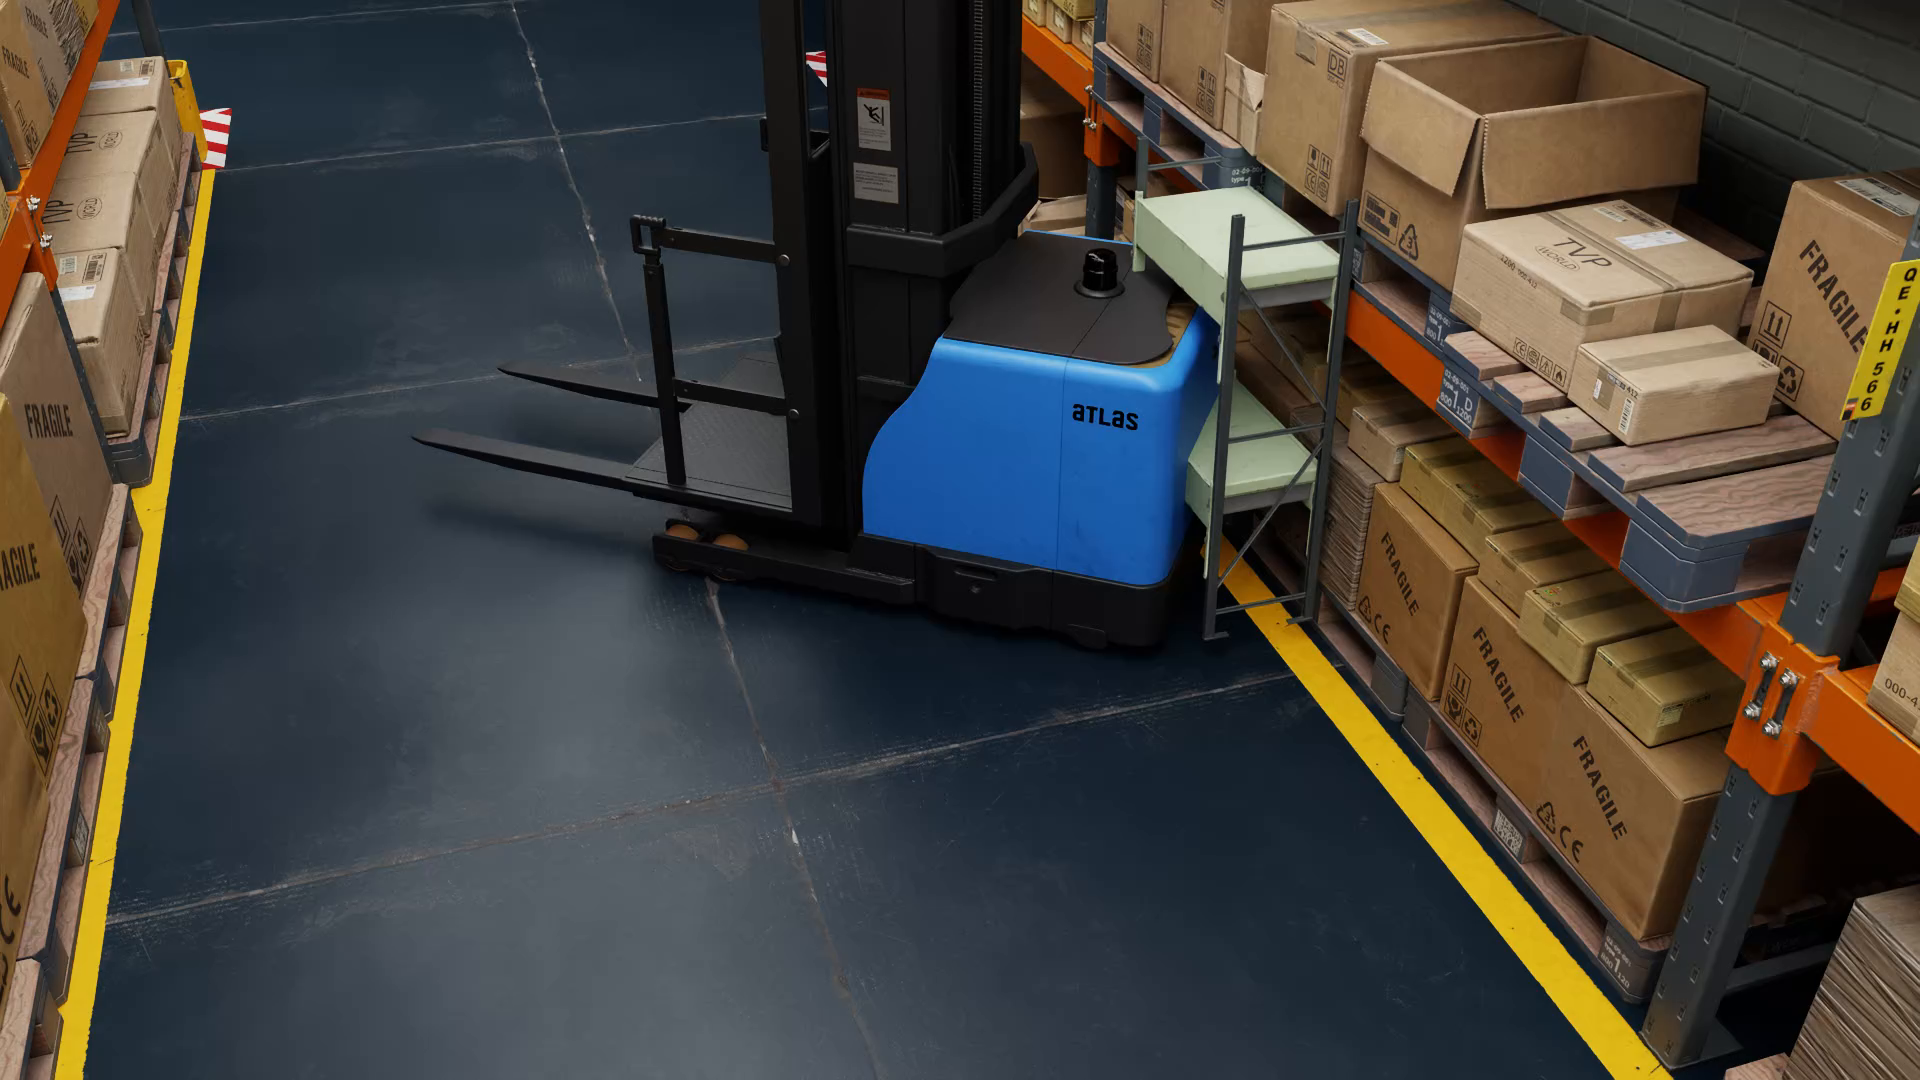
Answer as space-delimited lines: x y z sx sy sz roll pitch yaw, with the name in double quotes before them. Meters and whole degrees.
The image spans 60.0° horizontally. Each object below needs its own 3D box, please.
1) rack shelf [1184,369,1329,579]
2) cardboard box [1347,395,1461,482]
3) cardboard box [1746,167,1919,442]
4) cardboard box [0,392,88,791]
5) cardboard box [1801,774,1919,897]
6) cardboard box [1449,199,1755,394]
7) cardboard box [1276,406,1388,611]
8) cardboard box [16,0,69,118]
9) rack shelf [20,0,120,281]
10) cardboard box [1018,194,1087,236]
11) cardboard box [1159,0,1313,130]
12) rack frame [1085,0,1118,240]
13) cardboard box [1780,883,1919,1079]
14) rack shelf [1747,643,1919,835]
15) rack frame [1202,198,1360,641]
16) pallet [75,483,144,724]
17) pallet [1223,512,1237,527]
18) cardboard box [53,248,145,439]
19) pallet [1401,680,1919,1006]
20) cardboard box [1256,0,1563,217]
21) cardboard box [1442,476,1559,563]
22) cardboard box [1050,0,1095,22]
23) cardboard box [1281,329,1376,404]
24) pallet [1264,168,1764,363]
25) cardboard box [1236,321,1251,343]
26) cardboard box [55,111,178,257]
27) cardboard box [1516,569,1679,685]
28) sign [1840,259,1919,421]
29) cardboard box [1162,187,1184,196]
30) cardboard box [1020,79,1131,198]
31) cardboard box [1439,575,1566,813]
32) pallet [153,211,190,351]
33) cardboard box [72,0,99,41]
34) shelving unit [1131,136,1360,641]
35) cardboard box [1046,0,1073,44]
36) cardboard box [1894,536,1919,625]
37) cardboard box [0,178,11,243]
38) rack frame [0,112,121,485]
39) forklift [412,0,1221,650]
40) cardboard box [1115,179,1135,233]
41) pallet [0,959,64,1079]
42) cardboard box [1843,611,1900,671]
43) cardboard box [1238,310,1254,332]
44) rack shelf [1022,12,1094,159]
"rack shelf" 0.896 -0.242 5.718 0.431 0.370 0.720 -10 33 -13
"cardboard box" 1.481 -0.339 5.340 0.380 0.149 0.250 -12 35 -17
"cardboard box" 2.242 -0.532 3.863 0.500 0.500 0.500 -8 34 -12
"cardboard box" -3.148 0.214 4.751 0.875 0.875 0.875 -9 35 -13
"cardboard box" 2.389 0.581 4.537 0.500 0.500 0.500 -9 34 -13
"cardboard box" 1.620 -0.631 4.239 0.500 0.250 0.500 -12 35 -17
"cardboard box" 1.435 -0.145 5.635 0.500 0.500 0.500 -11 35 -16
"cardboard box" -3.739 -1.879 6.282 0.500 0.500 0.500 -10 35 -14
"rack shelf" -4.306 -2.032 7.257 1.077 0.370 4.000 -10 35 -15
"cardboard box" 0.471 -1.584 8.025 0.396 0.266 0.258 -9 34 -13
"cardboard box" 1.123 -1.772 5.739 0.700 0.500 0.500 -10 35 -14
"rack frame" 1.030 -2.119 6.735 1.000 3.000 0.127 -10 35 -15
"cardboard box" 2.427 1.127 3.597 0.875 0.625 0.625 -9 34 -13
"rack shelf" 2.860 1.332 2.167 1.077 0.370 4.000 -10 35 -15
"rack frame" 0.995 -0.333 5.246 0.400 1.500 0.023 -10 33 -13
"pallet" -3.389 0.274 5.644 1.003 0.211 1.213 -10 35 -15
"pallet" 1.314 -0.535 6.868 1.003 0.211 1.213 -10 35 -15
"cardboard box" -3.785 -0.736 6.586 0.875 0.438 0.875 -11 35 -15
"pallet" 2.058 0.746 4.929 1.003 0.211 1.213 -10 35 -15
"cardboard box" 1.362 -1.360 5.116 0.700 0.500 0.500 -10 35 -15
"cardboard box" 1.670 -0.068 4.931 0.380 0.149 0.250 -9 35 -13
"cardboard box" 0.642 -2.407 7.037 0.500 0.250 0.500 -9 35 -14
"cardboard box" 1.344 -0.614 5.756 0.380 0.149 0.250 -9 34 -13
"pallet" 1.653 -0.959 5.154 1.003 0.211 1.213 -10 35 -15
"cardboard box" 1.135 -0.681 6.447 0.500 0.500 0.500 -10 35 -15
"cardboard box" -4.332 -1.680 8.014 0.875 0.438 0.875 -9 35 -13
"cardboard box" 1.746 0.224 4.489 0.380 0.149 0.250 -12 35 -17
"sign" 1.736 -0.372 3.114 0.100 0.325 0.005 -10 35 -15
"cardboard box" 1.011 -1.284 6.501 0.380 0.149 0.250 -12 35 -17
"cardboard box" 0.447 -2.014 8.463 0.700 0.500 0.500 -11 35 -17
"cardboard box" 1.774 0.399 4.812 0.500 0.500 0.500 -11 35 -15
"pallet" -4.229 -1.173 7.833 1.003 0.211 1.213 -10 35 -15
"cardboard box" -4.042 -2.412 7.088 0.500 0.500 0.500 -9 35 -13
"shelving unit" 0.890 -0.518 5.544 0.431 1.500 0.755 -10 33 -13
"cardboard box" 0.592 -2.272 7.195 0.380 0.149 0.250 -9 35 -13
"cardboard box" 2.129 0.114 3.040 0.500 0.250 0.500 -10 35 -15
"cardboard box" -3.319 -1.026 5.218 0.500 0.250 0.500 -11 35 -16
"rack frame" -3.696 -1.282 5.469 1.000 3.000 0.127 -10 35 -15
"forklift" -0.592 -1.337 5.614 3.031 2.935 1.130 11 35 16
"cardboard box" 1.054 -1.559 7.946 0.500 0.311 0.500 -9 34 -13
"pallet" -2.645 1.555 3.705 1.003 0.211 1.213 -10 35 -15
"cardboard box" 2.388 0.252 4.446 0.380 0.149 0.250 -8 34 -12
"cardboard box" 1.230 -0.882 6.162 0.380 0.149 0.250 -11 35 -16
"rack shelf" 0.420 -2.869 8.523 1.077 0.370 4.000 -10 35 -15
